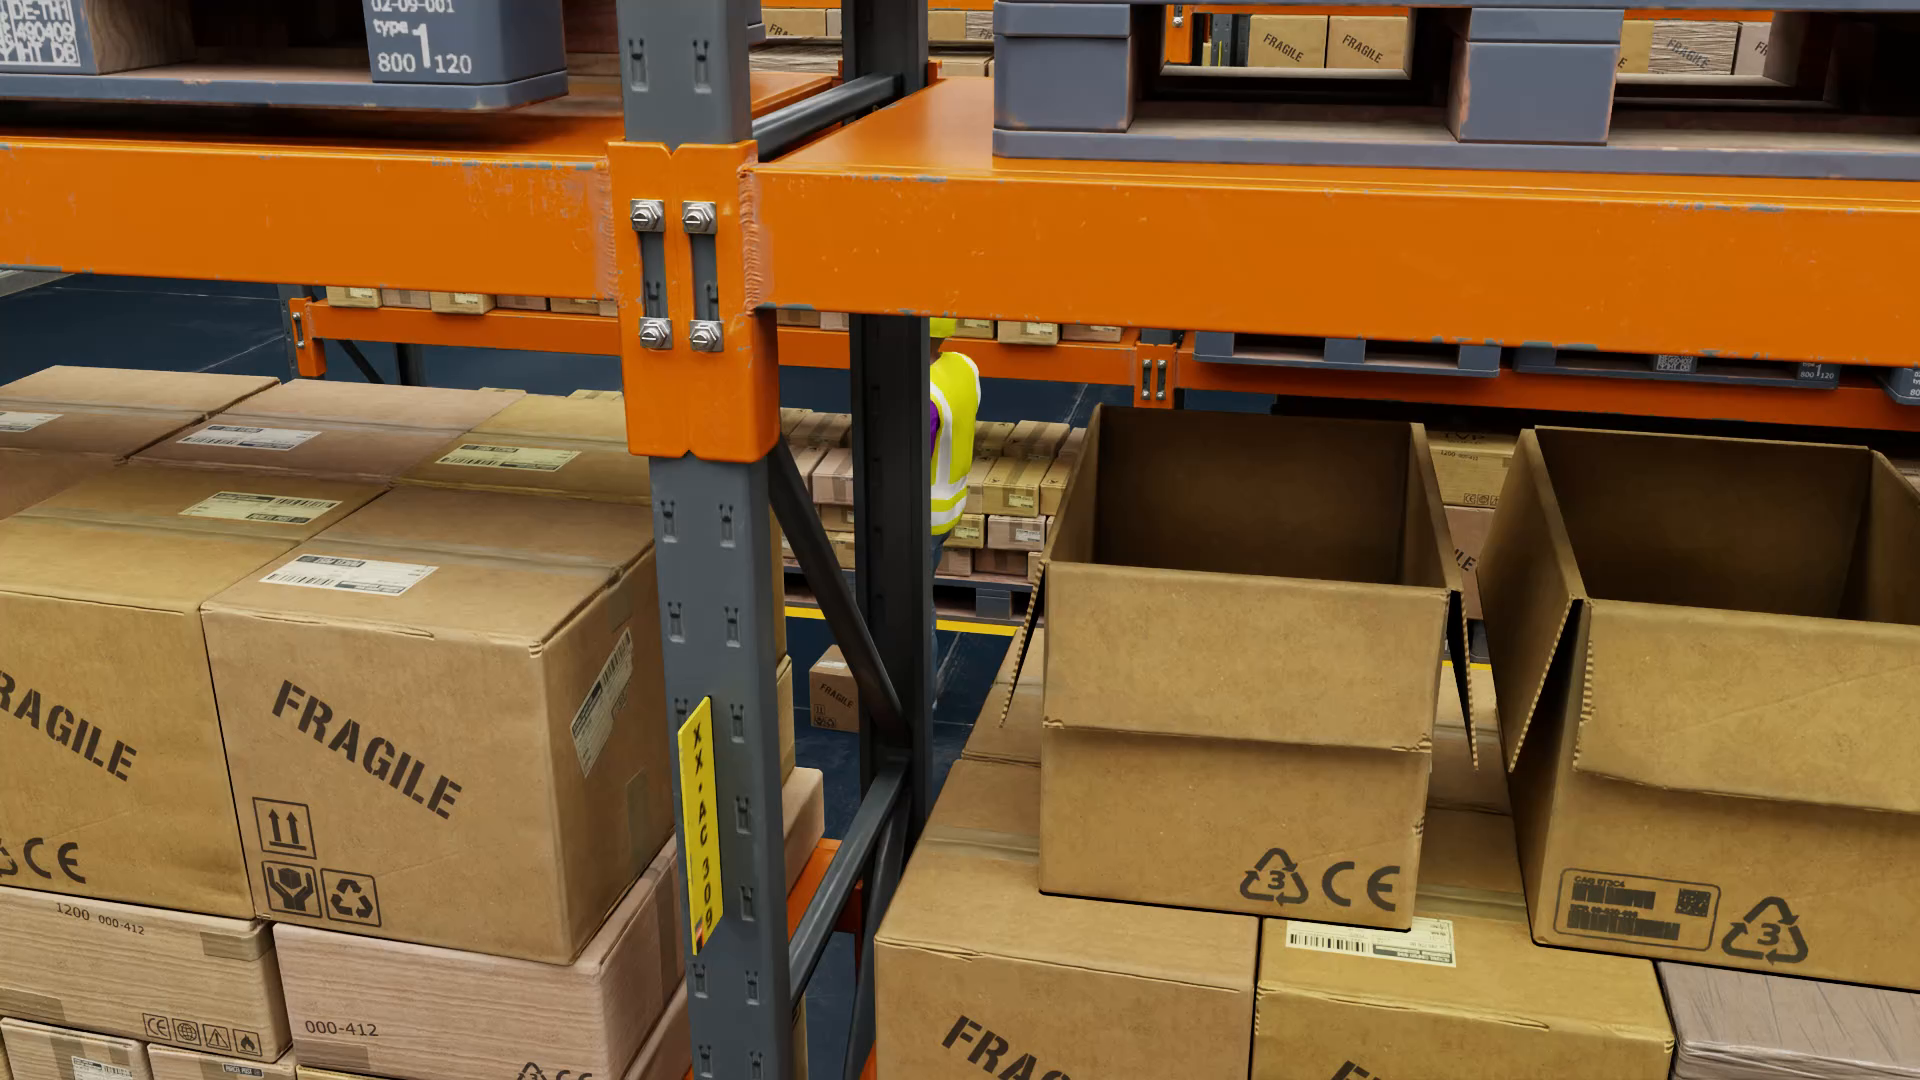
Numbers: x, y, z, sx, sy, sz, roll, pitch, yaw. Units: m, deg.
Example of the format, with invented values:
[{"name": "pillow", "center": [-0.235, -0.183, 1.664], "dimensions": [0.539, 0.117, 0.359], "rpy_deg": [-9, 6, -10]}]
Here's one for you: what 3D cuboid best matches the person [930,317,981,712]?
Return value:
[{"name": "person", "center": [-0.235, -0.106, 6.299], "dimensions": [0.577, 1.765, 0.666], "rpy_deg": [7, 22, 17]}]
